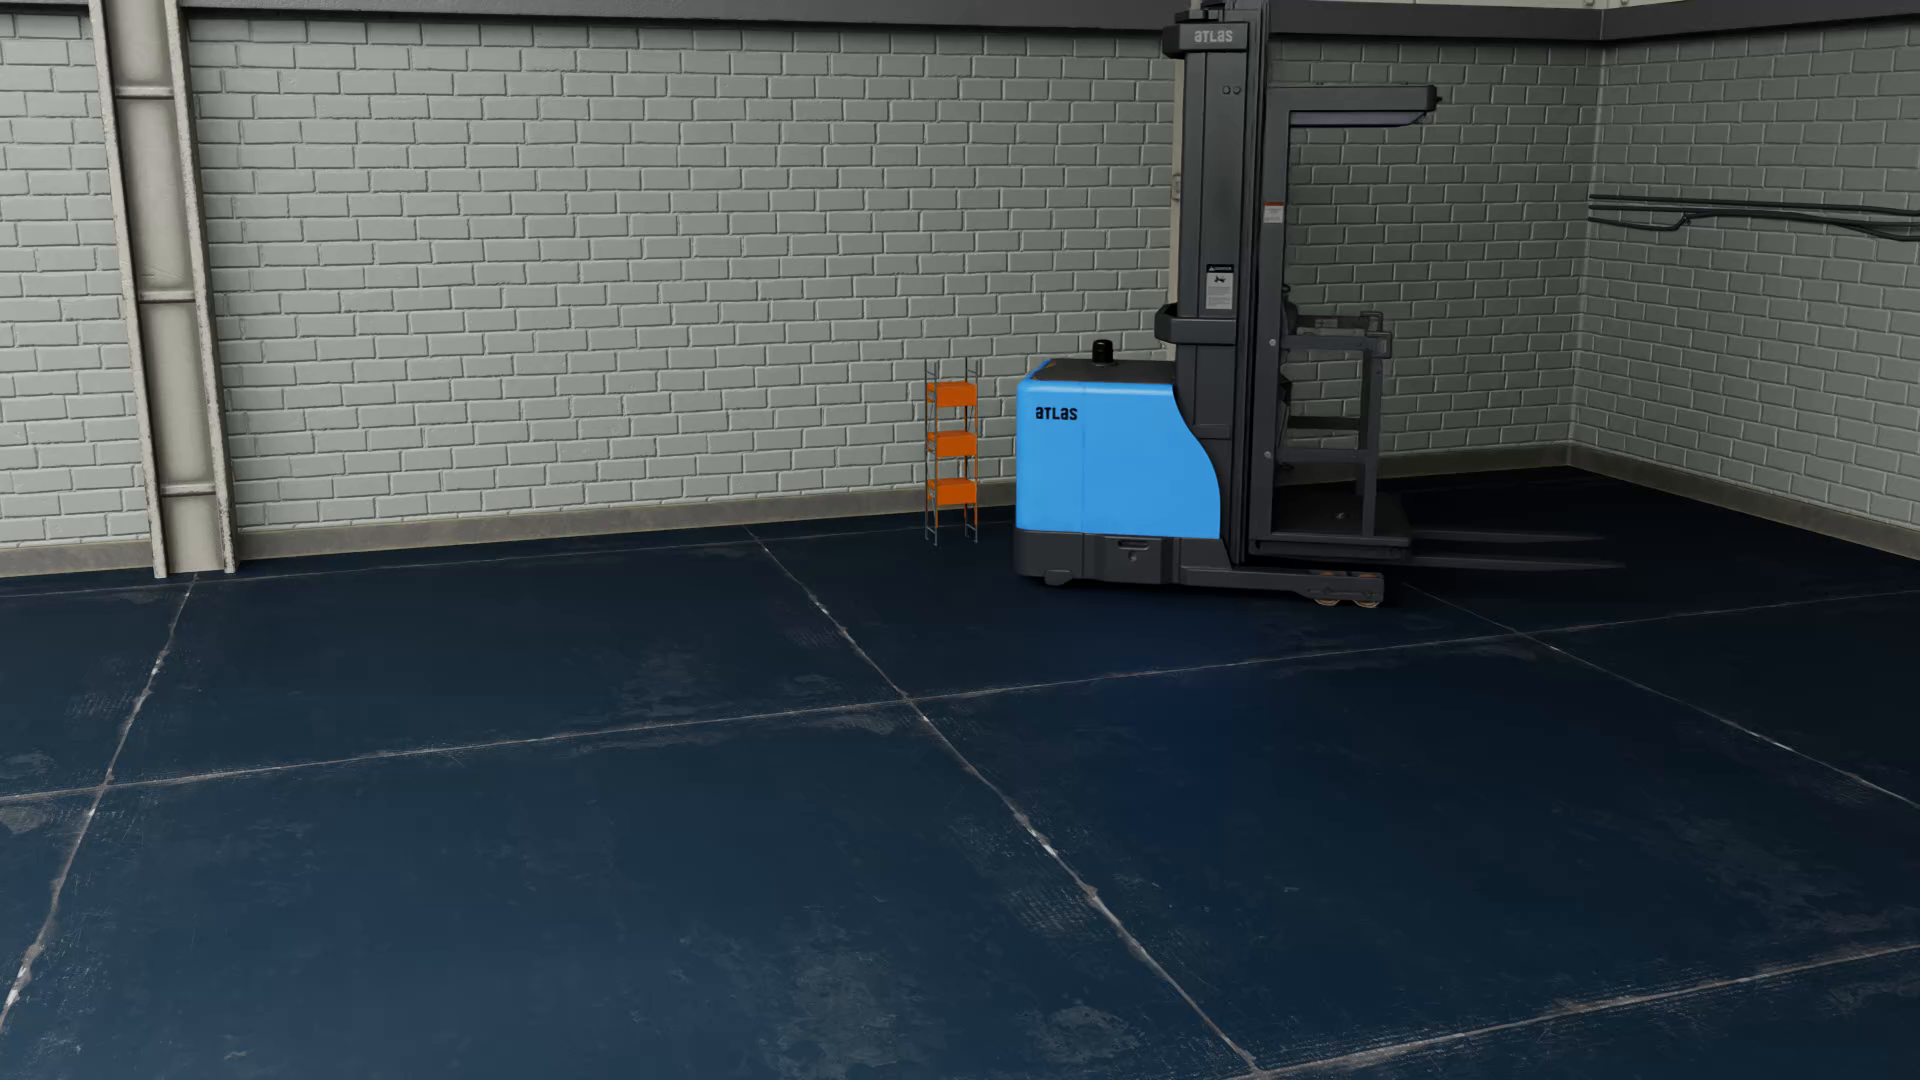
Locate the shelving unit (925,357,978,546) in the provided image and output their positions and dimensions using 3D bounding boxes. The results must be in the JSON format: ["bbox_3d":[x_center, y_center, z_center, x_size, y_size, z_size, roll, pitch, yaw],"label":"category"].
[{"bbox_3d":[-0.051,-0.507,9.505,0.252,1.050,0.215,-4,14,-18],"label":"shelving unit"}]

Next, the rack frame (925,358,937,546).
[{"bbox_3d":[-0.166,-0.498,9.467,0.008,1.050,0.200,-4,14,-18],"label":"rack frame"}]

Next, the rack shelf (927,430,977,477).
[{"bbox_3d":[-0.051,-0.497,9.507,0.240,0.259,0.215,-4,14,-18],"label":"rack shelf"}]

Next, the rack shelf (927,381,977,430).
[{"bbox_3d":[-0.051,-0.773,9.441,0.240,0.259,0.215,-4,14,-18],"label":"rack shelf"}]

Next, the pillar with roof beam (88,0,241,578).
[{"bbox_3d":[-2.745,-3.280,3.985,0.400,9.000,9.100,-4,14,-18],"label":"pillar with roof beam"}]

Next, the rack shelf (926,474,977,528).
[{"bbox_3d":[-0.051,-0.226,9.571,0.240,0.259,0.215,-4,14,-18],"label":"rack shelf"}]

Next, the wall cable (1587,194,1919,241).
[{"bbox_3d":[4.782,-3.084,9.870,0.112,2.526,3.097,-4,14,-18],"label":"wall cable"}]

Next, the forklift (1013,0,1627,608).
[{"bbox_3d":[1.844,-1.224,8.454,3.031,2.935,1.130,3,14,11],"label":"forklift"}]

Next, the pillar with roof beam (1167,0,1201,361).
[{"bbox_3d":[2.942,-3.723,5.847,0.400,9.000,9.100,-4,14,-18],"label":"pillar with roof beam"}]

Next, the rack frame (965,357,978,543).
[{"bbox_3d":[0.065,-0.516,9.543,0.008,1.050,0.200,-4,14,-18],"label":"rack frame"}]
